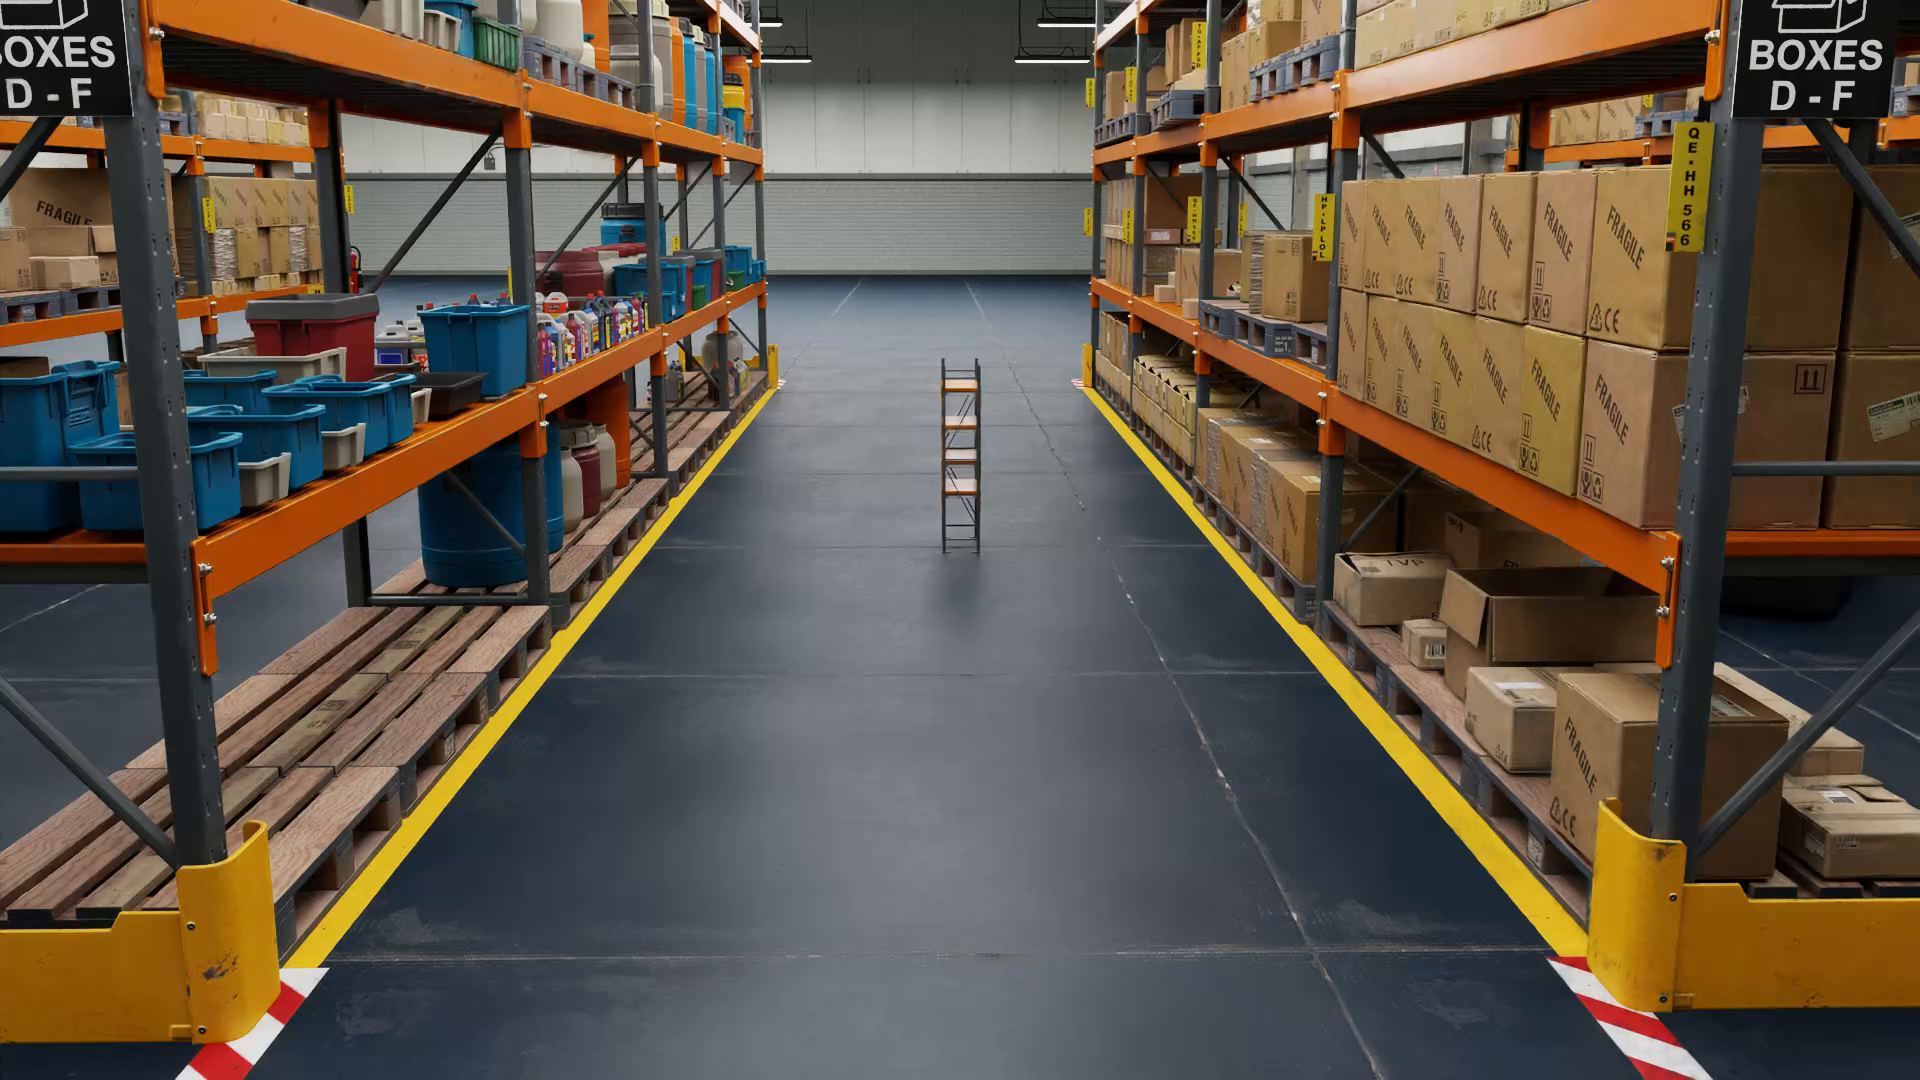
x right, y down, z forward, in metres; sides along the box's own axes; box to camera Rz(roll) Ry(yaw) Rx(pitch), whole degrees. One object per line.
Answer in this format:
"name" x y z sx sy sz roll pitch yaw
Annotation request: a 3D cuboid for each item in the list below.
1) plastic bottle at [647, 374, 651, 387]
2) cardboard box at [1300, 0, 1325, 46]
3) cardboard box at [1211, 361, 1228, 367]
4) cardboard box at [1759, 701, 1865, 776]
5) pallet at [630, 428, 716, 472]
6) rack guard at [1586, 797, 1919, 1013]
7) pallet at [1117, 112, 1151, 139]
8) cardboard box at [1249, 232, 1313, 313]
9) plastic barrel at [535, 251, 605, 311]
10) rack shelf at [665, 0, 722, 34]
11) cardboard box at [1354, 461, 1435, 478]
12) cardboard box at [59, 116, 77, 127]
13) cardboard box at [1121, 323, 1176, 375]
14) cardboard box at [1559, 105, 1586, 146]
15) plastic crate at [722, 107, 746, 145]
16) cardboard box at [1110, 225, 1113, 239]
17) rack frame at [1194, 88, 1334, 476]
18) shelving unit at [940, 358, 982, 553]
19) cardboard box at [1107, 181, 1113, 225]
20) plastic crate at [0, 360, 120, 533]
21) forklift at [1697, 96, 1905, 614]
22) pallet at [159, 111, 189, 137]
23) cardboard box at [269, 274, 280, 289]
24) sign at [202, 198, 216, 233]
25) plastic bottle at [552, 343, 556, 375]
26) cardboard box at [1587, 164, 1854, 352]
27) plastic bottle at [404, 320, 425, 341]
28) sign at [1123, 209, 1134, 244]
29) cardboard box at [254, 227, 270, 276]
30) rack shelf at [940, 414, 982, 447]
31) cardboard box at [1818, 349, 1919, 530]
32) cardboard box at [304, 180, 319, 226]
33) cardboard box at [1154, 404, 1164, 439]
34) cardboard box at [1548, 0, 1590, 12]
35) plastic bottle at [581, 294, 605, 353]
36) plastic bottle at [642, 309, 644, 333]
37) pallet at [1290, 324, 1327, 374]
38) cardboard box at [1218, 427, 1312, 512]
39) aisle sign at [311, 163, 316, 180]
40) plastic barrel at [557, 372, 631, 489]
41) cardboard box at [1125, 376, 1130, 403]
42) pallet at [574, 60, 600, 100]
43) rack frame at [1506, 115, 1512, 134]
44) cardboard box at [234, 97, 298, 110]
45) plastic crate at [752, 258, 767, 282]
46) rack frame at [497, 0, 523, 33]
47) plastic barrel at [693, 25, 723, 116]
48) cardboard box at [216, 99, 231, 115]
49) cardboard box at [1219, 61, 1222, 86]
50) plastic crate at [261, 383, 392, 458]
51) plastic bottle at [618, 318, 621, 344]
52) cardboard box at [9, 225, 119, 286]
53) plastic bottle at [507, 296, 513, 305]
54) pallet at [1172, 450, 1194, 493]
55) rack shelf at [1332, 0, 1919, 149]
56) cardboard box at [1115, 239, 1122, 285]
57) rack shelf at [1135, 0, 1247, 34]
"plastic bottle" -3.110 -1.527 16.766 0.061 0.283 0.133 0 11 2
"cardboard box" 2.381 -3.117 9.775 0.600 0.600 0.600 -1 11 -3
"cardboard box" 2.494 -1.518 15.447 0.500 0.311 0.500 0 11 0
"cardboard box" 2.692 0.741 5.672 0.500 0.250 0.500 0 11 -1
"pallet" -2.687 -0.782 14.385 1.003 0.211 1.213 0 11 -1
"rack guard" 2.429 1.028 4.737 1.175 0.500 0.348 0 11 -1
"pallet" 2.139 -4.164 16.717 1.003 0.211 1.213 0 11 -1
"cardboard box" 2.219 -1.720 10.686 0.700 0.500 0.500 2 12 10
"plastic barrel" -3.000 -1.911 12.591 0.600 0.536 0.708 0 11 -1
"rack shelf" -2.729 -4.542 13.630 1.077 0.370 4.000 0 11 -1
"cardboard box" 2.559 -0.171 9.539 0.500 0.500 0.500 0 11 0
"cardboard box" -7.425 -3.428 13.244 0.500 0.250 0.500 0 11 0
"cardboard box" 1.956 -1.984 17.269 0.500 0.500 0.500 0 11 -1
"cardboard box" 6.832 -4.529 17.992 0.500 0.500 0.500 0 11 2
"plastic crate" -2.512 -4.428 17.835 0.392 0.384 0.575 0 11 -1
"cardboard box" 1.907 -3.499 18.877 0.380 0.149 0.250 0 11 -2
"rack frame" 2.265 -1.773 12.252 1.000 3.000 0.127 0 11 -1
"shelving unit" 0.003 -0.555 10.778 0.258 1.200 0.503 0 11 -1
"cardboard box" 2.098 -3.944 19.442 0.700 0.500 0.500 0 11 -1
"plastic crate" -2.716 -0.275 4.632 0.616 0.435 0.499 0 11 -1
"forklift" 4.946 -1.287 10.032 1.130 2.935 3.031 7 13 30
"pallet" -7.816 -3.783 15.088 1.213 0.211 1.003 0 11 -1
"cardboard box" -7.470 -2.747 17.686 0.380 0.149 0.250 0 11 -1
"sign" -7.167 -3.098 15.874 0.100 0.325 0.005 0 11 -1
"plastic bottle" -2.209 -0.985 8.867 0.097 0.201 0.097 0 11 0
"cardboard box" 2.146 -0.809 4.735 0.500 0.500 0.500 0 11 -2
"plastic bottle" -2.944 -1.047 8.986 0.152 0.276 0.135 0 11 -1
"sign" 1.627 -3.028 16.065 0.100 0.325 0.005 0 11 -1
"cardboard box" -7.756 -3.011 17.356 0.875 0.500 0.500 0 11 -1
"rack shelf" 0.003 -0.708 10.747 0.258 0.148 0.480 0 11 -1
"cardboard box" 2.685 -0.321 4.844 0.500 0.500 0.500 0 11 0
"cardboard box" -7.530 -3.800 18.731 0.500 0.500 0.500 0 11 -1
"cardboard box" 1.975 -1.039 14.496 0.500 0.250 0.500 0 11 0
"cardboard box" 2.157 -1.779 5.118 0.500 0.250 0.500 0 11 -1
"plastic bottle" -2.261 -1.328 10.184 0.144 0.351 0.185 0 11 -1
"plastic bottle" -2.268 -1.554 11.674 0.097 0.201 0.097 0 11 0
"pallet" 2.440 -1.043 9.137 1.003 0.211 1.213 0 11 -1
"cardboard box" 2.010 -0.468 11.001 0.500 0.500 0.500 0 11 -2
"aisle sign" -7.506 -4.611 19.702 0.394 0.787 0.004 0 11 -1
"plastic barrel" -2.660 -0.798 11.851 0.600 0.830 0.708 0 11 -1
"cardboard box" 1.954 -1.517 16.853 0.500 0.250 0.500 0 11 -1
"pallet" -2.745 -2.716 9.834 1.003 0.211 1.213 0 11 -1
"rack frame" 7.052 -6.324 19.598 1.000 3.000 0.127 0 11 -1
"cardboard box" -7.520 -4.926 17.993 0.500 0.500 0.500 0 11 -1
"plastic crate" -2.543 -3.172 19.525 0.499 0.251 0.616 0 11 -1
"rack frame" -2.605 -3.898 7.640 1.000 3.000 0.127 0 11 -1
"plastic barrel" -2.684 -4.668 16.662 0.600 0.901 0.708 0 11 -1
"cardboard box" -7.479 -4.292 16.503 0.380 0.149 0.250 0 11 -1
"cardboard box" 2.199 -3.465 12.371 0.500 0.250 0.500 -1 12 -5
"plastic crate" -2.225 -0.422 5.866 0.416 0.233 0.300 0 11 -1
"plastic bottle" -2.250 -1.373 10.780 0.097 0.201 0.097 0 11 0
"cardboard box" -7.594 -2.440 14.226 0.797 0.503 0.637 1 12 5
"plastic bottle" -3.035 -1.490 11.151 0.061 0.283 0.133 0 11 -1
"pallet" 2.287 -0.570 13.337 1.003 0.211 1.213 0 11 -1
"rack shelf" 2.389 -1.697 6.147 1.077 0.370 4.000 0 11 -1
"cardboard box" 2.117 -3.116 18.622 0.700 0.500 0.500 0 11 -1
"rack shelf" 2.224 -4.562 13.727 1.077 0.370 4.000 0 11 -1
